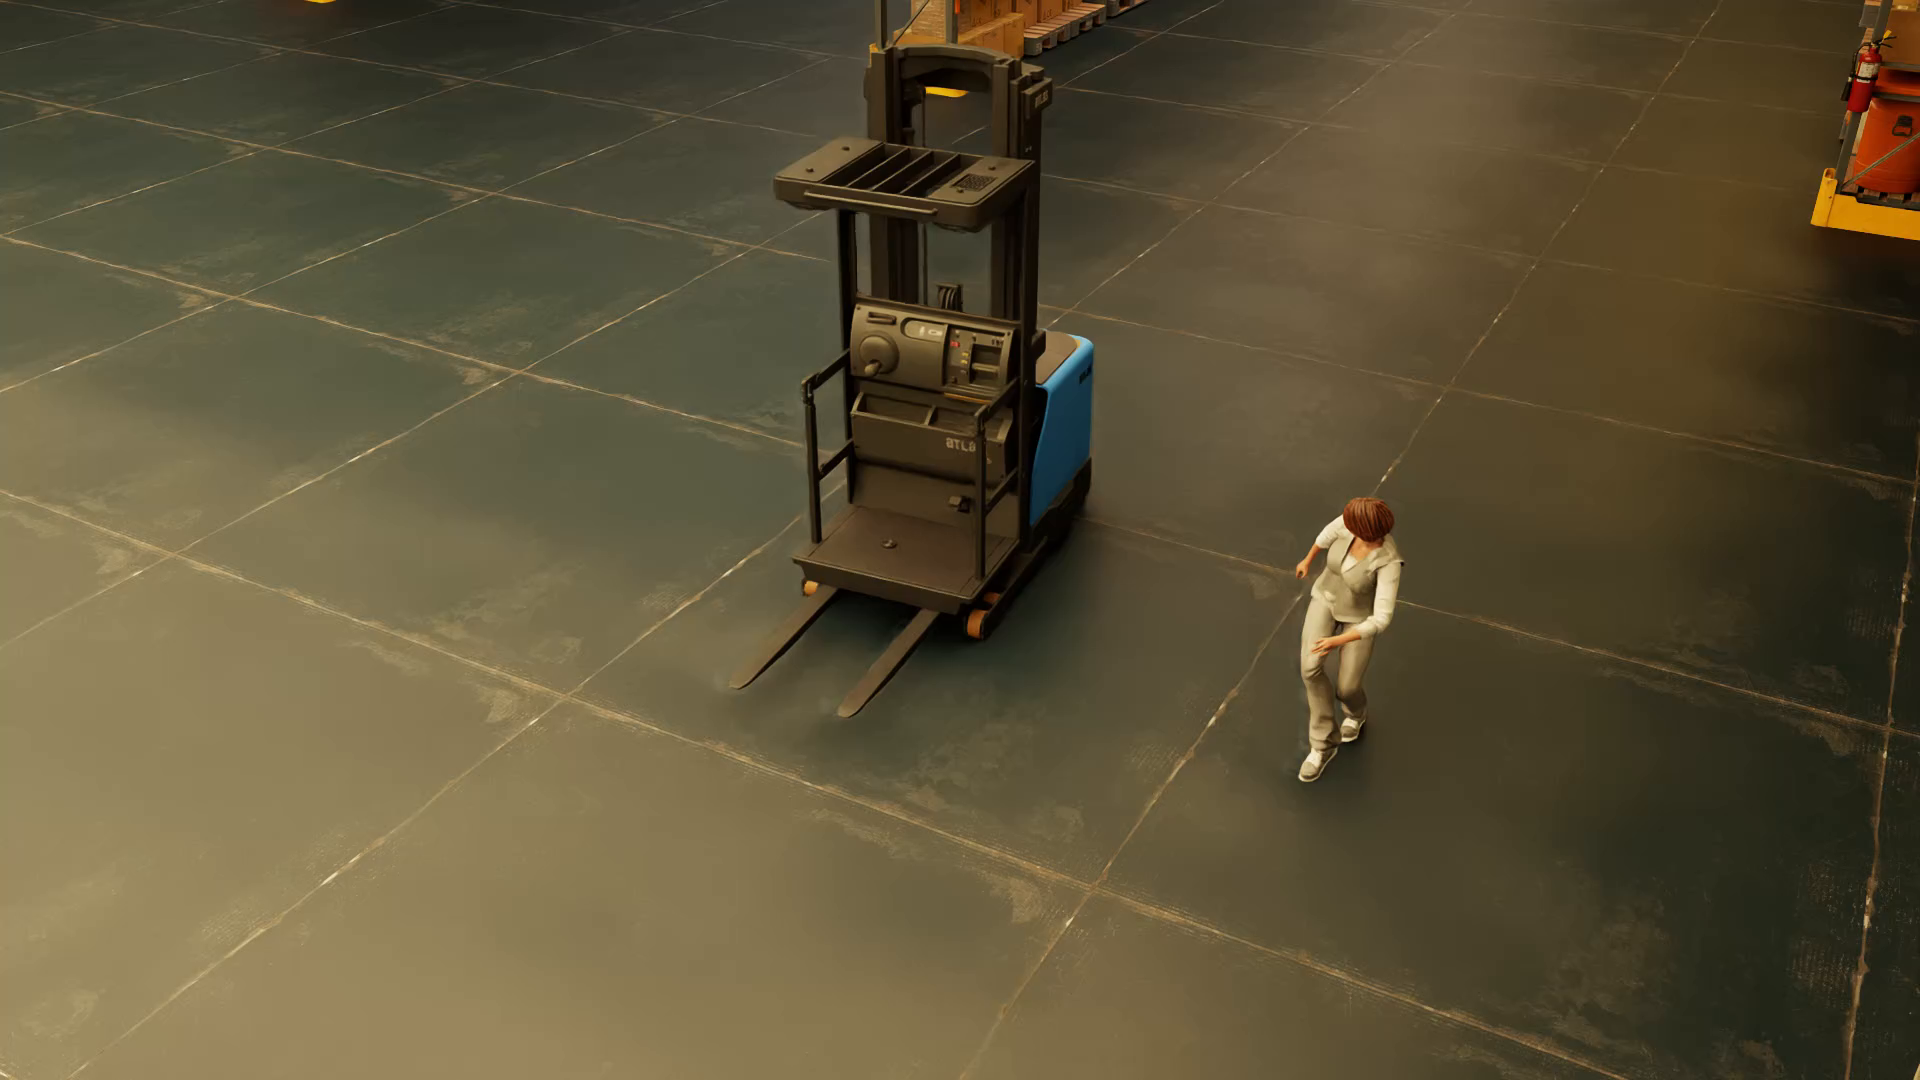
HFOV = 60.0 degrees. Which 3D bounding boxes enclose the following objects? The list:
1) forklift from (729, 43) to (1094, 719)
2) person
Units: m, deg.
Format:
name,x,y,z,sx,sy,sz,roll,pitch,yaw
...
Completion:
name,x,y,z,sx,sy,sz,roll,pitch,yaw
forklift,-0.241,-0.973,8.756,1.130,2.935,3.031,12,32,20
person,1.752,0.408,7.923,0.634,1.399,0.695,20,36,31
